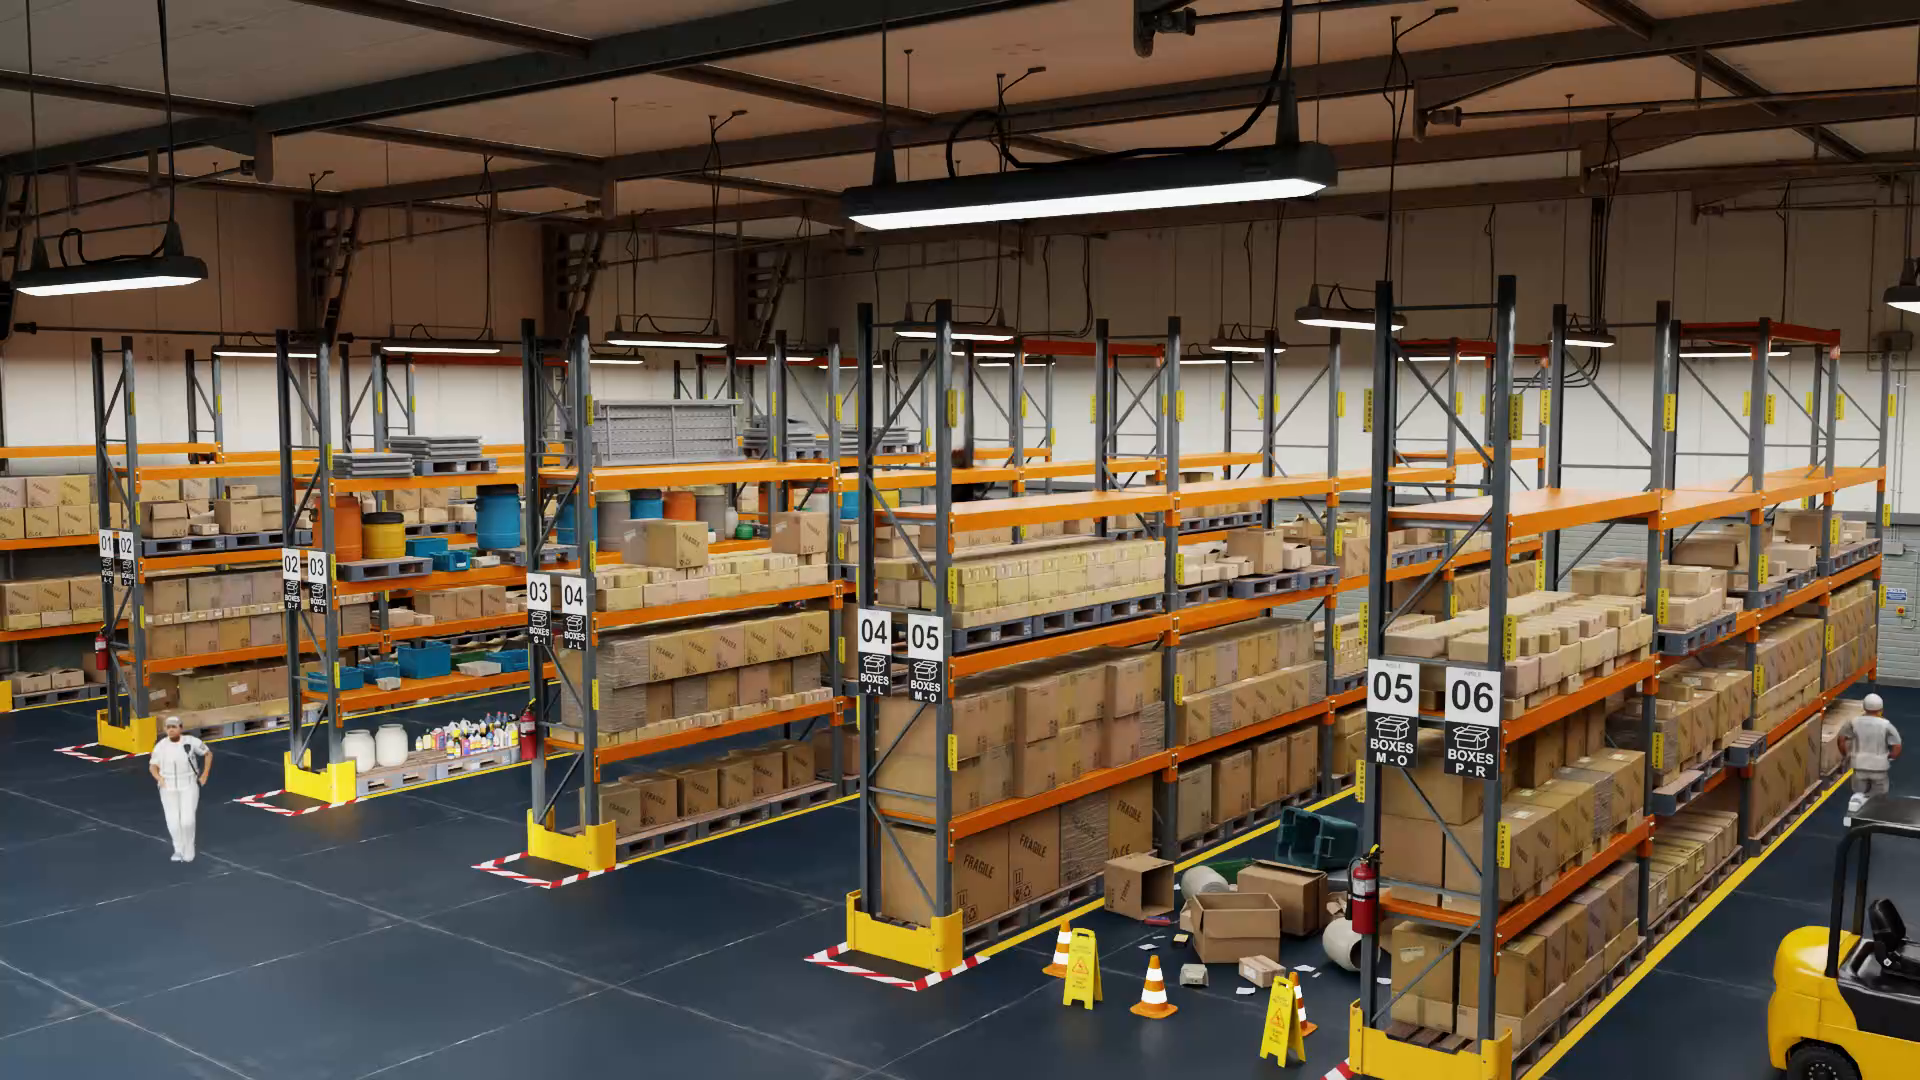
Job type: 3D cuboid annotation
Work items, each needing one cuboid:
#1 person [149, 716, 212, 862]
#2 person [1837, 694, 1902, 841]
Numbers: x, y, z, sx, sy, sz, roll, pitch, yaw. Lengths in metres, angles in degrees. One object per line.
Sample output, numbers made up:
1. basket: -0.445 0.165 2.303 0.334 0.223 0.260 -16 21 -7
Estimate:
1. person: -8.617 2.752 18.364 0.615 1.631 0.595 -1 5 -13
2. person: 10.508 2.632 19.214 0.657 1.741 0.600 4 6 37
